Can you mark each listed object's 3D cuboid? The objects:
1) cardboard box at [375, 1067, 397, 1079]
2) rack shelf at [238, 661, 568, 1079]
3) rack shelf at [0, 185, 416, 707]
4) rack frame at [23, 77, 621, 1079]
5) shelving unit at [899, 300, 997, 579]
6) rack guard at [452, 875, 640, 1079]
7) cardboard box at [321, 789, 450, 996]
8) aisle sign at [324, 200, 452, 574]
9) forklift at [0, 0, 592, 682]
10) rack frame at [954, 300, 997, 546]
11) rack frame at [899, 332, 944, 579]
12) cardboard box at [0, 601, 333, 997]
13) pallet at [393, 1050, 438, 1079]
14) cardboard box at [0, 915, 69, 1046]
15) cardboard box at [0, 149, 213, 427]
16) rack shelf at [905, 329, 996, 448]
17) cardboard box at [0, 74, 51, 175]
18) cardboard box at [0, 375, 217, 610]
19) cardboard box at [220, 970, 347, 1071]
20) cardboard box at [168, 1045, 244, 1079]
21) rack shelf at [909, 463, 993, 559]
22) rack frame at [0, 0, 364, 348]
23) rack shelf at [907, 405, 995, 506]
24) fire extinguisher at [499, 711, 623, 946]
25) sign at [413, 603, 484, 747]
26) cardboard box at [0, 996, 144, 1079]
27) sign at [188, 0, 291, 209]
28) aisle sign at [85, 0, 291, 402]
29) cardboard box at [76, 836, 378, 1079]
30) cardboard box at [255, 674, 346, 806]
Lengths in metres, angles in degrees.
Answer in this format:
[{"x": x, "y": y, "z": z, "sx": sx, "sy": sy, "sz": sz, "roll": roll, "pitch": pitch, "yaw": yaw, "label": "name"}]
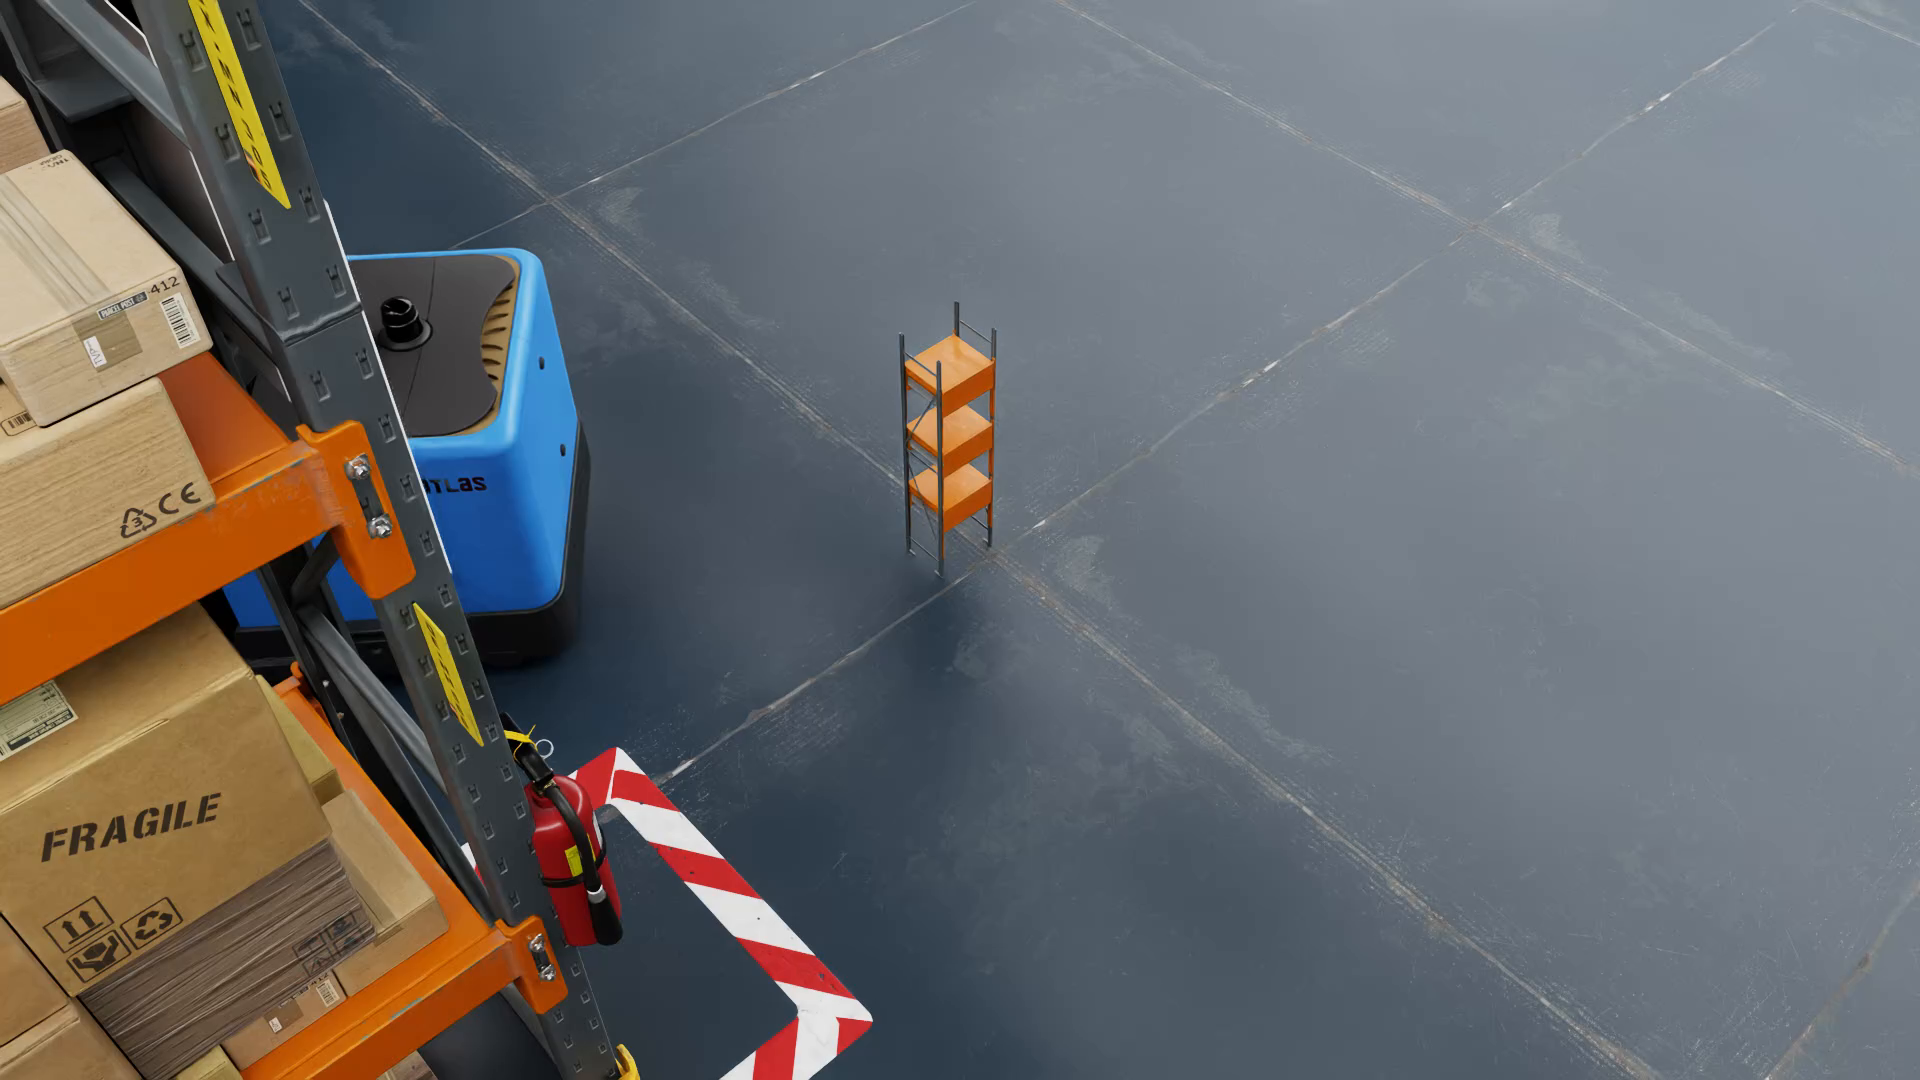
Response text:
[{"x": -1.747, "y": 1.439, "z": 4.297, "sx": 0.500, "sy": 0.500, "sz": 0.500, "roll": -24, "pitch": 52, "yaw": -21, "label": "cardboard box"}, {"x": -2.753, "y": 1.666, "z": 3.161, "sx": 4.000, "sy": 0.370, "sz": 1.077, "roll": -34, "pitch": 56, "yaw": -27, "label": "rack shelf"}, {"x": -2.753, "y": 0.649, "z": 2.058, "sx": 4.000, "sy": 0.370, "sz": 1.077, "roll": -34, "pitch": 56, "yaw": -27, "label": "rack shelf"}, {"x": -1.274, "y": 0.434, "z": 3.809, "sx": 0.127, "sy": 3.000, "sz": 1.000, "roll": -34, "pitch": 56, "yaw": -27, "label": "rack frame"}, {"x": -0.040, "y": -0.330, "z": 5.840, "sx": 0.252, "sy": 1.050, "sz": 0.215, "roll": -34, "pitch": 56, "yaw": -27, "label": "shelving unit"}, {"x": -1.330, "y": 1.319, "z": 4.693, "sx": 0.348, "sy": 0.500, "sz": 1.175, "roll": -34, "pitch": 56, "yaw": -27, "label": "rack guard"}, {"x": -1.346, "y": 0.772, "z": 3.668, "sx": 0.250, "sy": 0.149, "sz": 0.380, "roll": -34, "pitch": 56, "yaw": -27, "label": "cardboard box"}, {"x": -1.026, "y": -0.315, "z": 2.731, "sx": 0.004, "sy": 0.787, "sz": 0.394, "roll": -34, "pitch": 56, "yaw": -27, "label": "aisle sign"}, {"x": -2.898, "y": -0.837, "z": 5.028, "sx": 3.031, "sy": 2.935, "sz": 1.130, "roll": -4, "pitch": 47, "yaw": -3, "label": "forklift"}, {"x": 0.051, "y": -0.390, "z": 5.895, "sx": 0.008, "sy": 1.050, "sz": 0.200, "roll": -34, "pitch": 56, "yaw": -27, "label": "rack frame"}, {"x": -0.130, "y": -0.269, "z": 5.784, "sx": 0.008, "sy": 1.050, "sz": 0.200, "roll": -34, "pitch": 56, "yaw": -27, "label": "rack frame"}, {"x": -1.514, "y": 0.366, "z": 2.920, "sx": 0.500, "sy": 0.500, "sz": 0.500, "roll": -34, "pitch": 56, "yaw": -27, "label": "cardboard box"}, {"x": -1.955, "y": 1.799, "z": 4.446, "sx": 1.213, "sy": 0.211, "sz": 1.003, "roll": -34, "pitch": 56, "yaw": -27, "label": "pallet"}, {"x": -1.880, "y": 0.616, "z": 2.689, "sx": 0.500, "sy": 0.500, "sz": 0.500, "roll": -34, "pitch": 56, "yaw": -27, "label": "cardboard box"}, {"x": -1.269, "y": -0.361, "z": 2.332, "sx": 0.250, "sy": 0.149, "sz": 0.380, "roll": -34, "pitch": 56, "yaw": -27, "label": "cardboard box"}, {"x": -0.040, "y": -0.515, "z": 5.639, "sx": 0.240, "sy": 0.259, "sz": 0.215, "roll": -34, "pitch": 56, "yaw": -27, "label": "rack shelf"}, {"x": -1.633, "y": -0.657, "z": 2.605, "sx": 0.250, "sy": 0.149, "sz": 0.380, "roll": -34, "pitch": 56, "yaw": -27, "label": "cardboard box"}, {"x": -1.459, "y": -0.156, "z": 2.414, "sx": 0.500, "sy": 0.250, "sz": 0.500, "roll": -33, "pitch": 55, "yaw": -26, "label": "cardboard box"}, {"x": -1.531, "y": 0.895, "z": 3.554, "sx": 0.250, "sy": 0.149, "sz": 0.380, "roll": -34, "pitch": 56, "yaw": -27, "label": "cardboard box"}, {"x": -1.681, "y": 1.047, "z": 3.414, "sx": 0.250, "sy": 0.149, "sz": 0.380, "roll": -34, "pitch": 56, "yaw": -27, "label": "cardboard box"}, {"x": -0.040, "y": -0.134, "z": 6.052, "sx": 0.240, "sy": 0.259, "sz": 0.215, "roll": -34, "pitch": 56, "yaw": -27, "label": "rack shelf"}, {"x": -1.274, "y": -1.601, "z": 1.604, "sx": 0.127, "sy": 3.000, "sz": 1.000, "roll": -34, "pitch": 56, "yaw": -27, "label": "rack frame"}, {"x": -0.040, "y": -0.322, "z": 5.848, "sx": 0.240, "sy": 0.259, "sz": 0.215, "roll": -34, "pitch": 56, "yaw": -27, "label": "rack shelf"}, {"x": -0.879, "y": 0.654, "z": 3.658, "sx": 0.183, "sy": 0.674, "sz": 0.296, "roll": -34, "pitch": 56, "yaw": -27, "label": "fire extinguisher"}, {"x": -0.915, "y": 0.246, "z": 2.980, "sx": 0.005, "sy": 0.325, "sz": 0.100, "roll": -34, "pitch": 56, "yaw": -27, "label": "sign"}, {"x": -1.988, "y": 0.868, "z": 3.137, "sx": 0.500, "sy": 0.500, "sz": 0.875, "roll": -34, "pitch": 56, "yaw": -27, "label": "cardboard box"}, {"x": -0.915, "y": -0.572, "z": 2.093, "sx": 0.005, "sy": 0.325, "sz": 0.100, "roll": -34, "pitch": 56, "yaw": -27, "label": "sign"}, {"x": -1.430, "y": -0.642, "z": 3.032, "sx": 0.004, "sy": 0.787, "sz": 0.394, "roll": -34, "pitch": 56, "yaw": -27, "label": "aisle sign"}, {"x": -1.699, "y": 0.556, "z": 3.426, "sx": 0.500, "sy": 0.500, "sz": 0.875, "roll": -34, "pitch": 56, "yaw": -27, "label": "cardboard box"}, {"x": -1.645, "y": 0.530, "z": 3.891, "sx": 0.250, "sy": 0.149, "sz": 0.380, "roll": -34, "pitch": 56, "yaw": -27, "label": "cardboard box"}]
